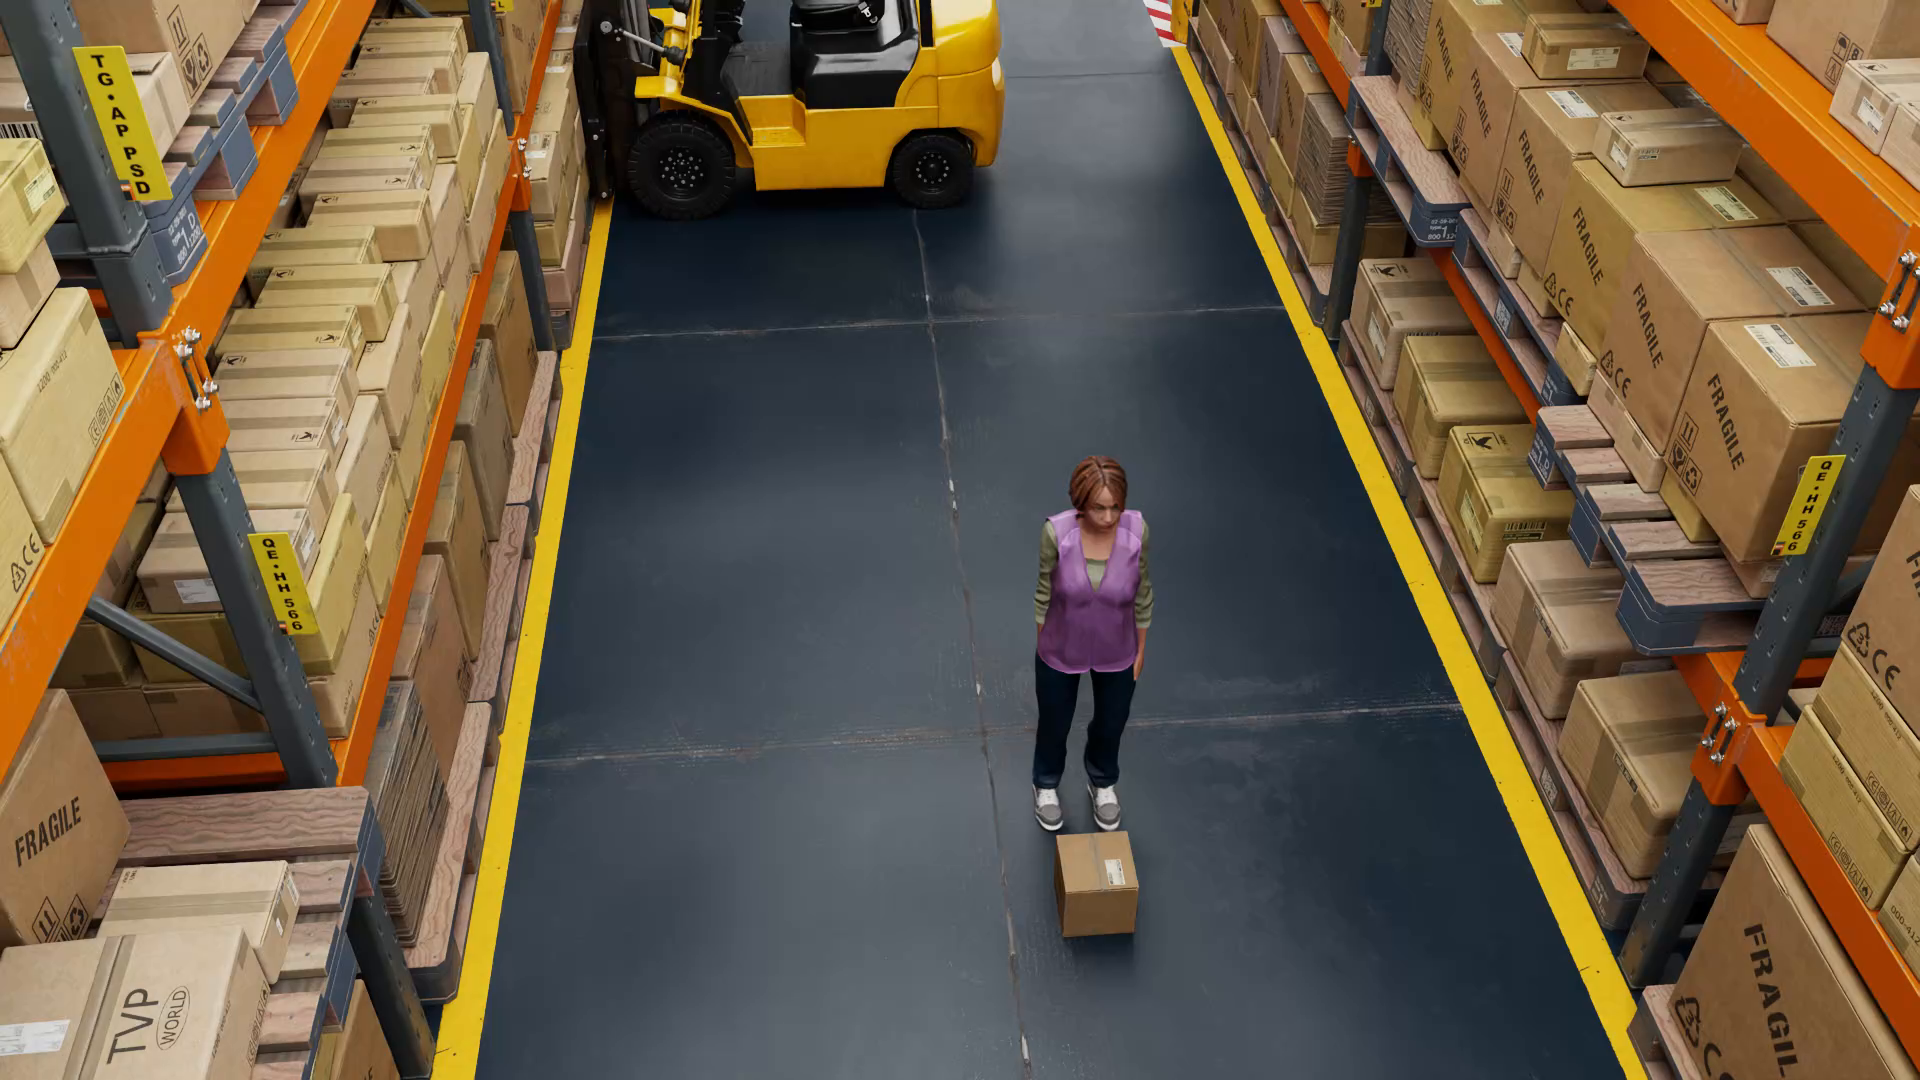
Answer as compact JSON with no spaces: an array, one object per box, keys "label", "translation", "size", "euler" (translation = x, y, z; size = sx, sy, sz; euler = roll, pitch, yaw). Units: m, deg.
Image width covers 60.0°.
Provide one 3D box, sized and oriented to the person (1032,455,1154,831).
[{"label":"person","translation":[0.450,0.374,5.712],"size":[0.405,1.596,0.312],"euler":[-2,40,-3]}]
